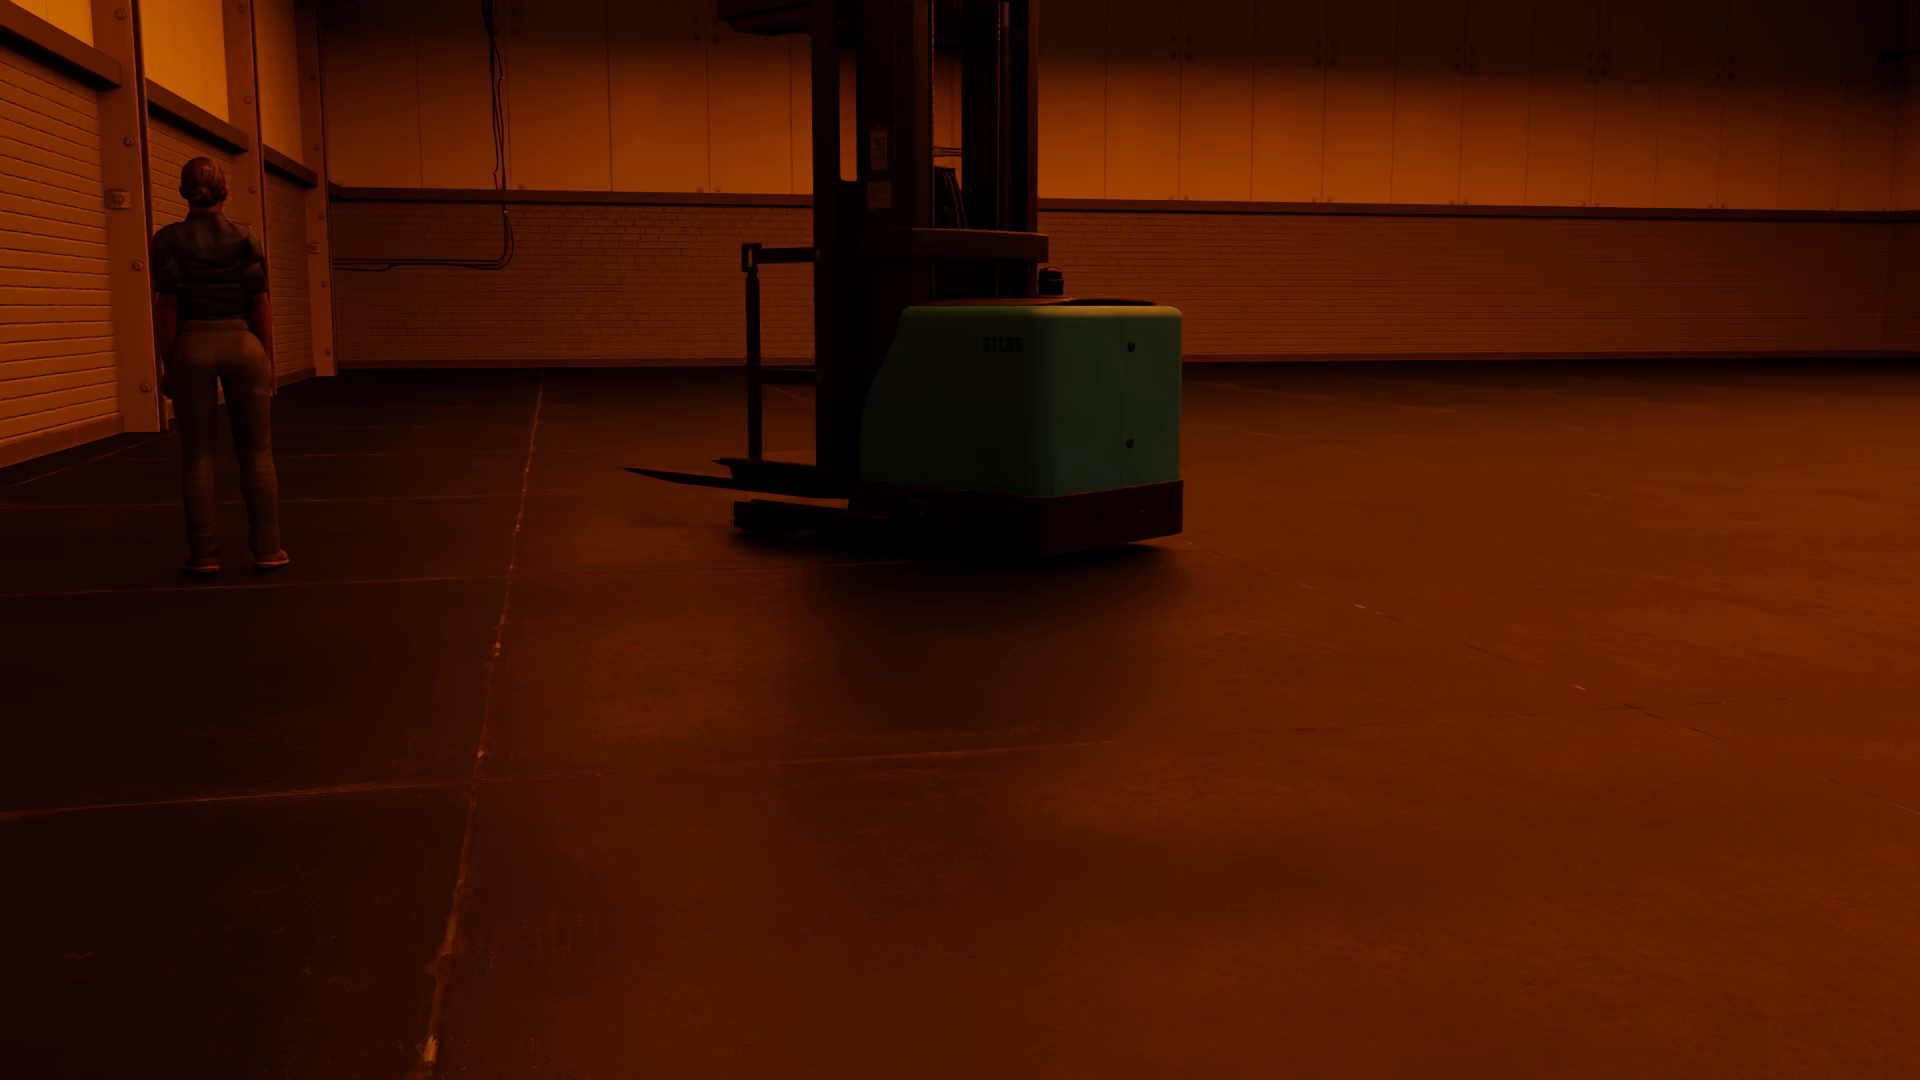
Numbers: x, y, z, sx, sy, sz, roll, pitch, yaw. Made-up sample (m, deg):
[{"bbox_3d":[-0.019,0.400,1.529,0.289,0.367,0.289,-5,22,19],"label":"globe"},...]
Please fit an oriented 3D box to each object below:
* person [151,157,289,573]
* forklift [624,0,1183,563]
[{"bbox_3d":[-2.997,-0.698,6.731,0.452,1.660,0.340,-4,9,-26],"label":"person"},{"bbox_3d":[-0.437,-1.504,7.880,3.031,2.935,1.130,7,11,42],"label":"forklift"}]
